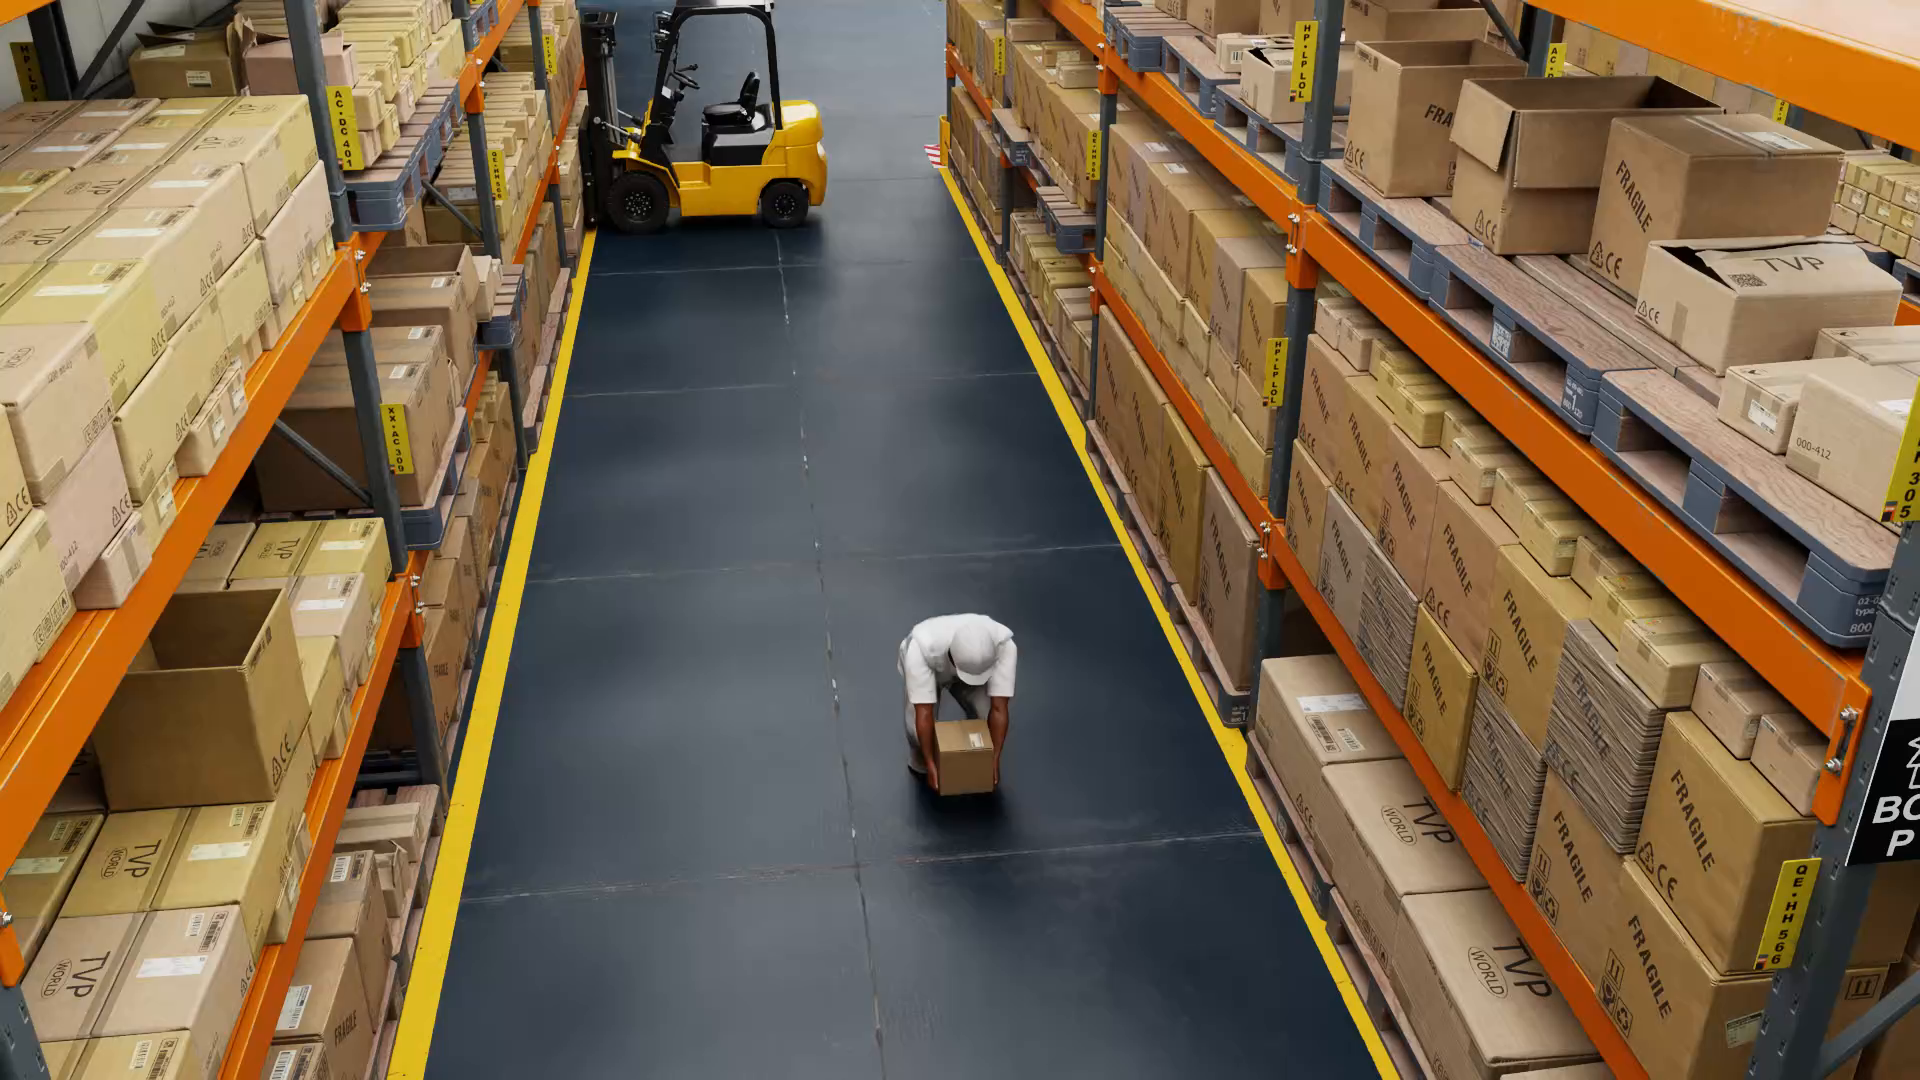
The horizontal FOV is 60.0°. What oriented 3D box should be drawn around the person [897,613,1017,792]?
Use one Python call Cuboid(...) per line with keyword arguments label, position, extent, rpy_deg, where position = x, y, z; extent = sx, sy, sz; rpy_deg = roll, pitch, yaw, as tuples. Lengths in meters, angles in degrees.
Cuboid(label="person", position=(-0.006, 0.712, 8.037), extent=(0.544, 1.010, 0.904), rpy_deg=(-4, 27, -8))
